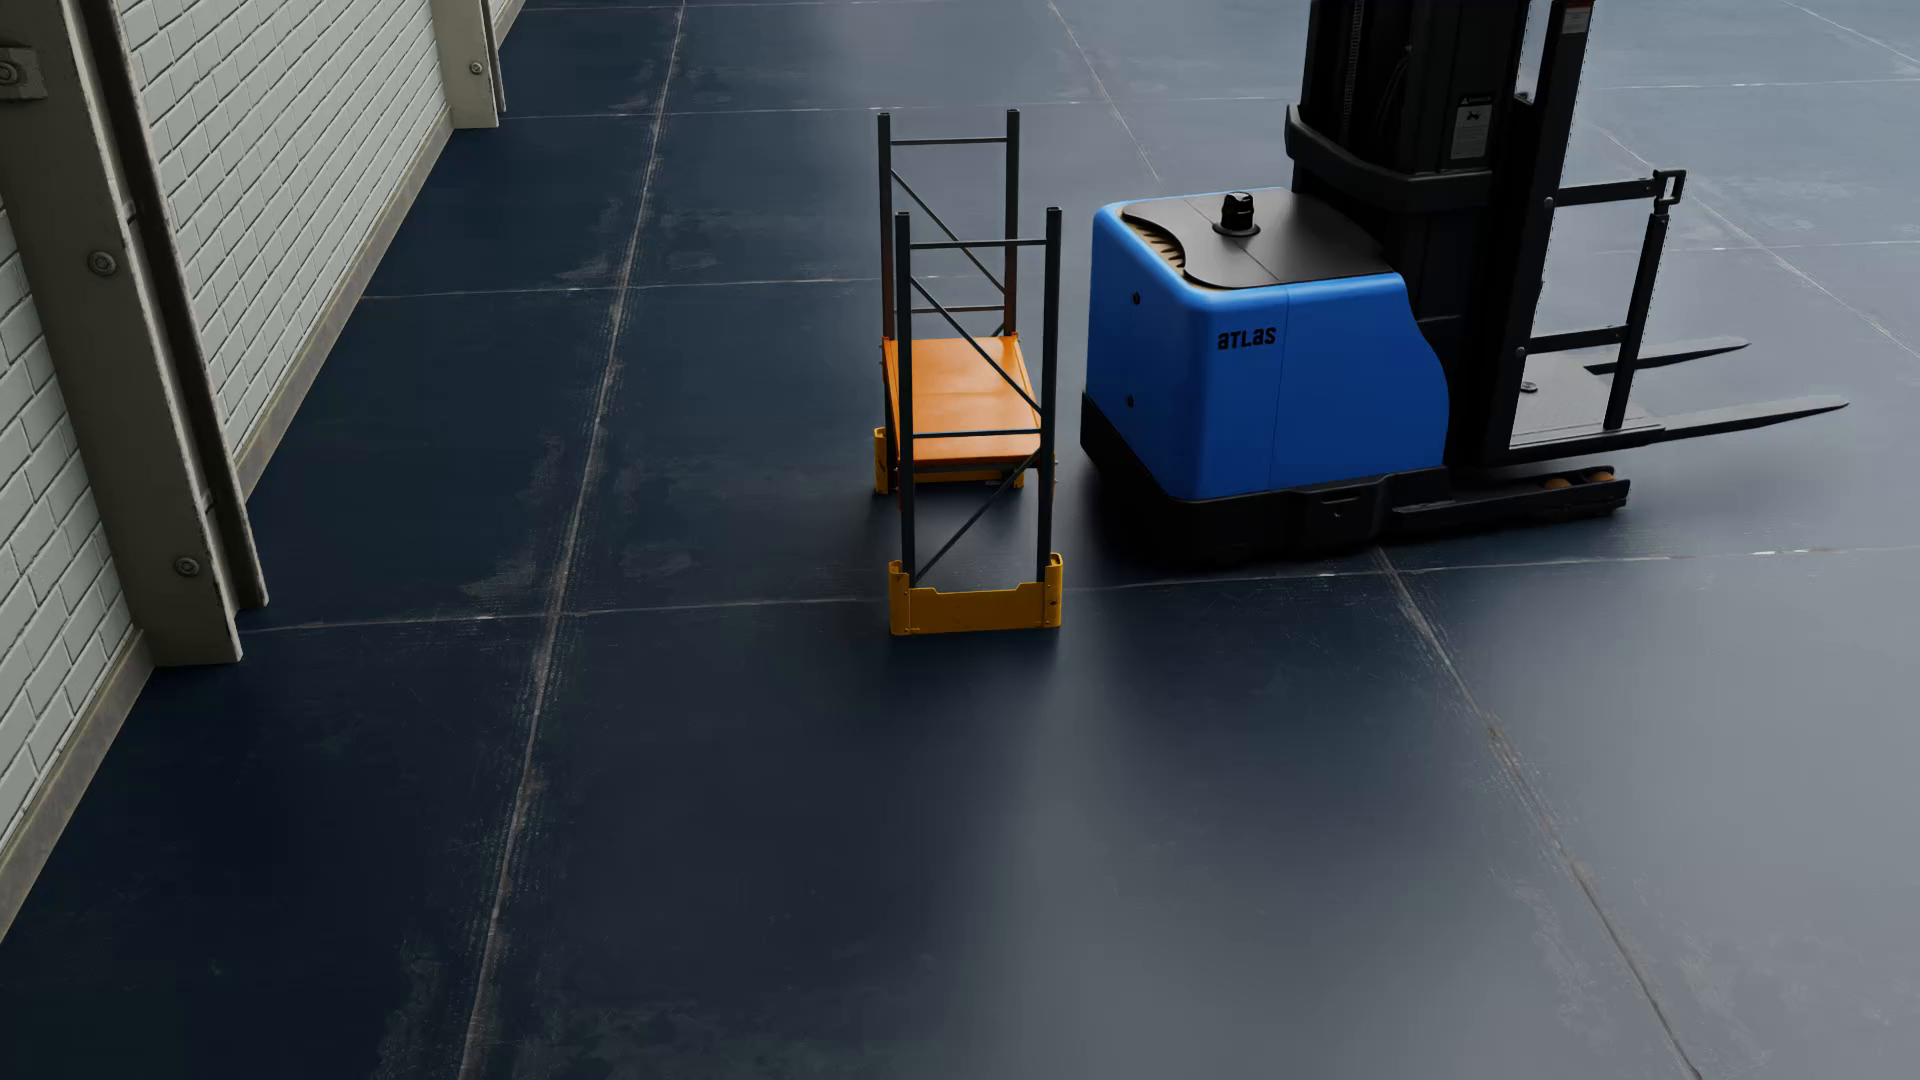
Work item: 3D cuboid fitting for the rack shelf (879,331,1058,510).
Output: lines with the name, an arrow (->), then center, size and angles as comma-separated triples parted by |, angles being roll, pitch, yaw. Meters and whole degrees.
rack shelf -> 0.008, -0.446, 5.885 | 0.538, 0.185, 1.000 | -3, 31, -5

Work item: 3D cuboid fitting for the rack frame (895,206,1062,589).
rack frame -> 0.055, -0.341, 5.358 | 0.500, 1.500, 0.032 | -3, 31, -5

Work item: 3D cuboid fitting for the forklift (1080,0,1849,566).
forklift -> 2.064, -1.578, 6.033 | 3.031, 2.935, 1.130 | -8, 32, -13

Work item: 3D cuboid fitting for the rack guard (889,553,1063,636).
rack guard -> 0.054, 0.186, 5.695 | 0.587, 0.250, 0.087 | -3, 31, -5

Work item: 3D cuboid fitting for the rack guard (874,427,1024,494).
rack guard -> -0.039, -0.323, 6.546 | 0.587, 0.250, 0.087 | -3, 31, -5

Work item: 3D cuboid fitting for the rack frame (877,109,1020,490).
rack frame -> -0.040, -0.860, 6.227 | 0.500, 1.500, 0.032 | -3, 31, -5

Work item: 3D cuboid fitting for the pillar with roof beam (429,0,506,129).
pillar with roof beam -> 1.139, -6.818, 8.889 | 9.100, 9.000, 0.400 | -3, 31, -5

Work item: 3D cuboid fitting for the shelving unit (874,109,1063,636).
shelving unit -> 0.007, -0.605, 5.800 | 0.587, 1.500, 1.083 | -3, 31, -5

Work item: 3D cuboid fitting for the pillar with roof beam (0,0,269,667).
pillar with roof beam -> 1.699, -3.754, 3.760 | 9.100, 9.000, 0.400 | -3, 31, -5
